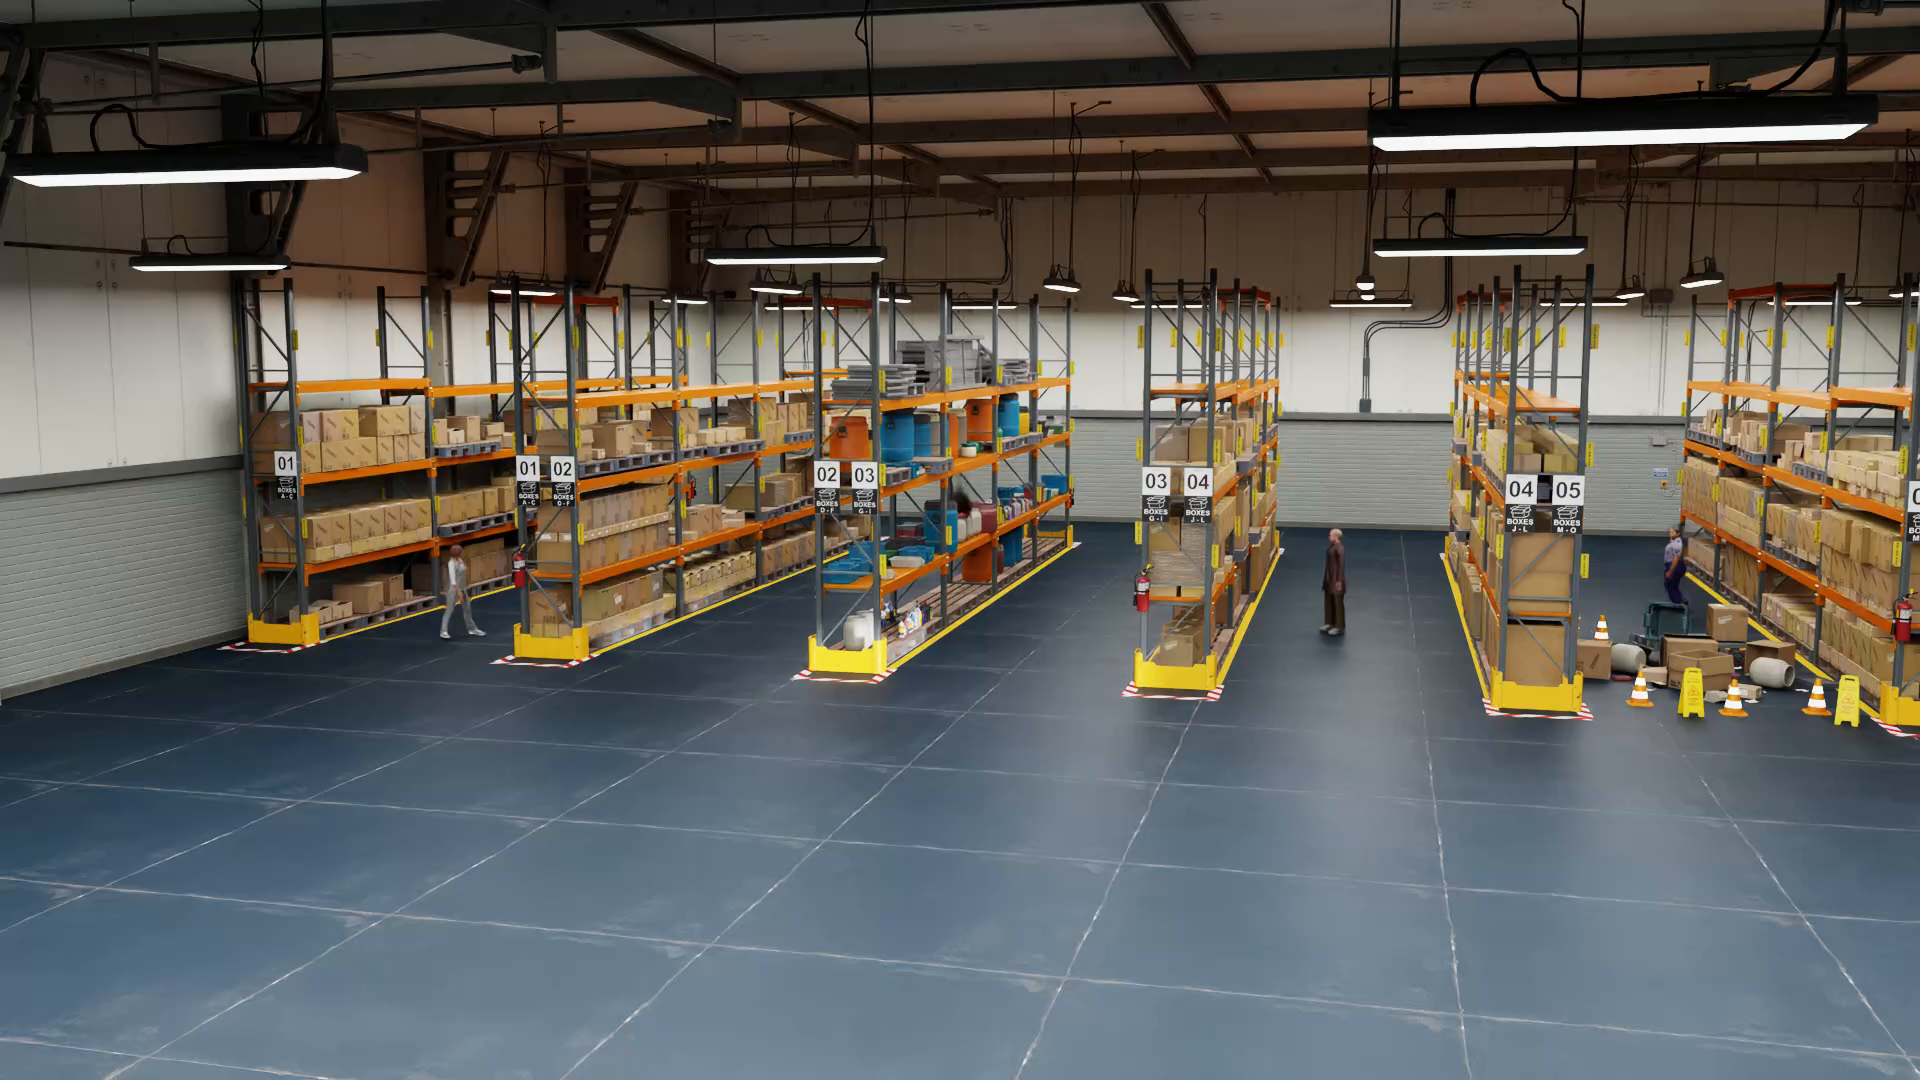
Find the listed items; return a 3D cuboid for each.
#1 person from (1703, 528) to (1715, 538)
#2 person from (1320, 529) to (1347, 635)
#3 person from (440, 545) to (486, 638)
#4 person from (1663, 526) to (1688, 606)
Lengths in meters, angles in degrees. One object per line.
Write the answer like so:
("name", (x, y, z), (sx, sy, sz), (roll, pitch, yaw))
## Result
("person", (18.000, -0.695, 39.999), (0.481, 1.775, 0.568), (-1, 7, -5))
("person", (6.401, 0.699, 28.482), (0.409, 1.790, 0.598), (-2, 7, -19))
("person", (-8.467, 0.862, 28.115), (0.597, 1.589, 0.604), (2, 7, 18))
("person", (12.975, 0.558, 30.218), (0.465, 1.645, 0.509), (7, 9, 44))
